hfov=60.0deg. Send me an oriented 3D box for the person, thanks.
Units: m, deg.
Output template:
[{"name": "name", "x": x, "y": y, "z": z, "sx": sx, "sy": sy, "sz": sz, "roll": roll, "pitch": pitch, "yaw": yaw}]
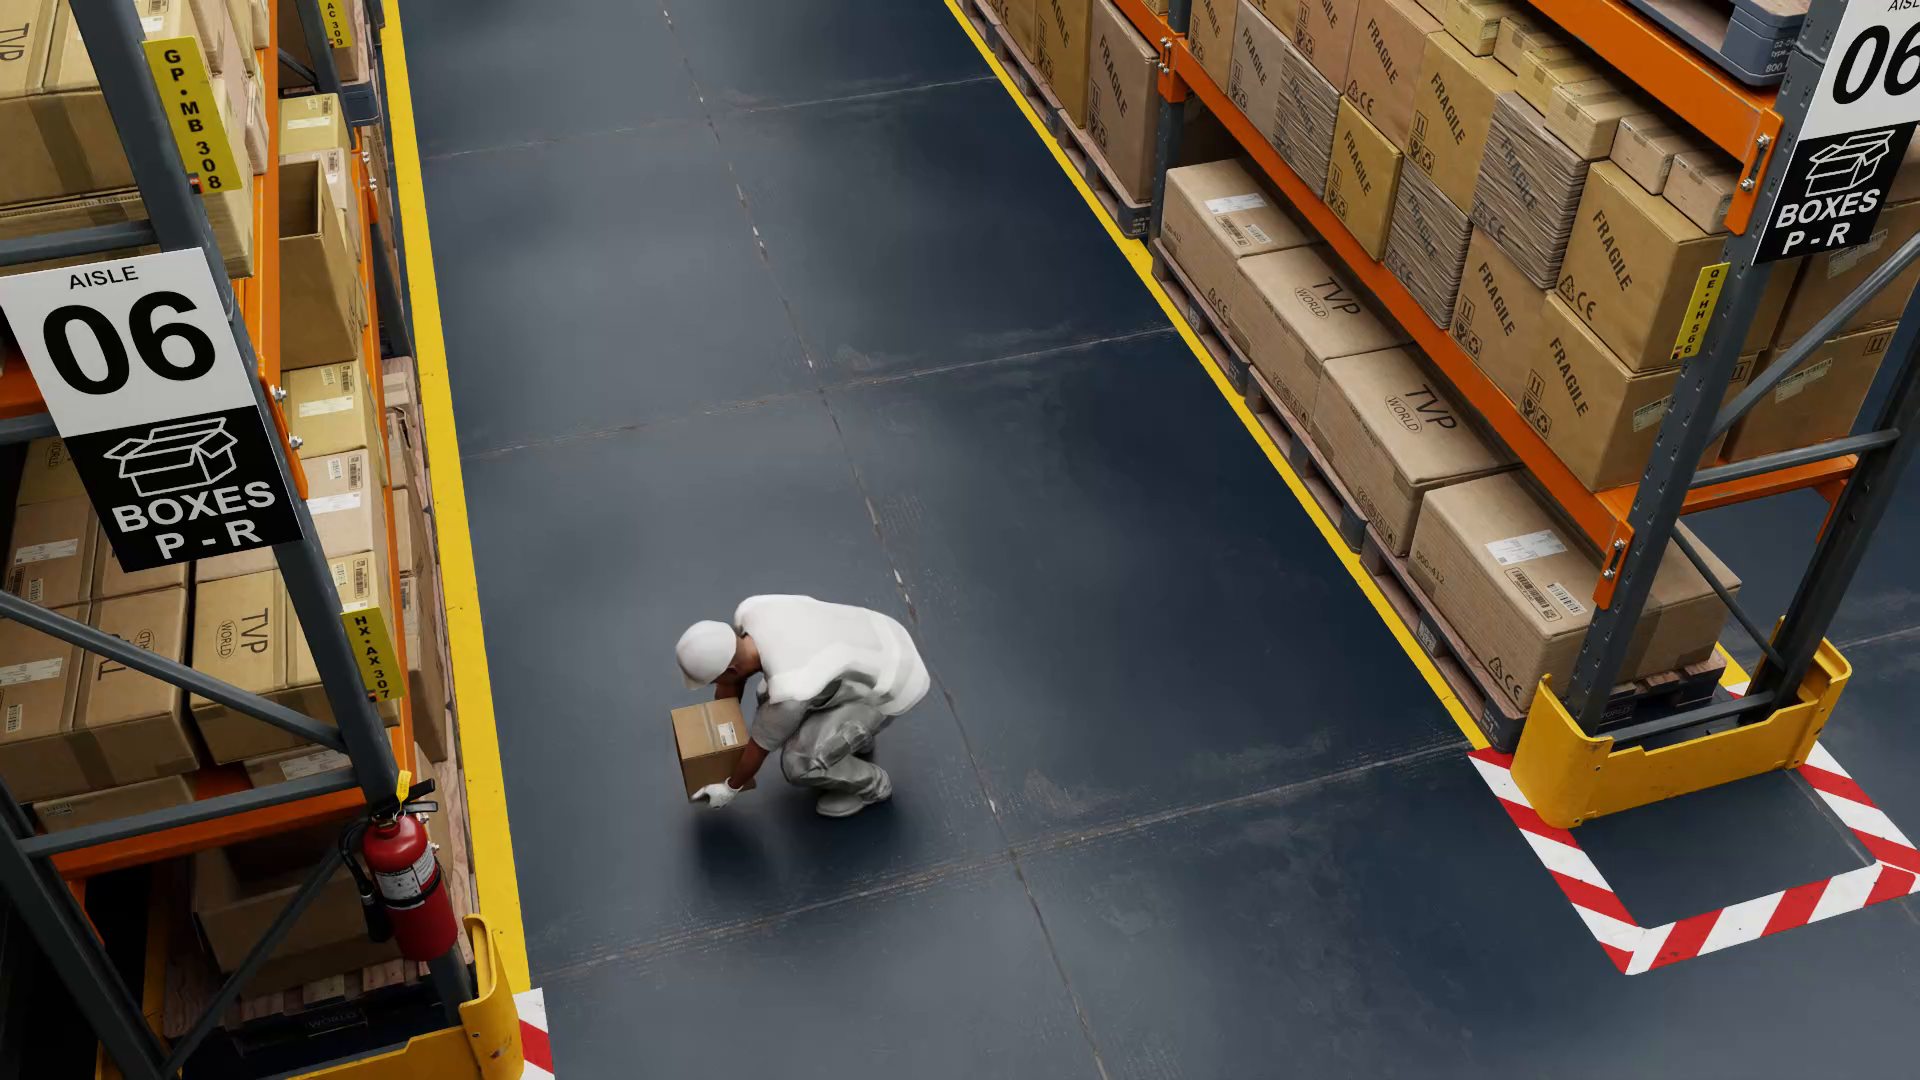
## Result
[{"name": "person", "x": -0.573, "y": 0.588, "z": 6.082, "sx": 0.930, "sy": 1.000, "sz": 0.556, "roll": -13, "pitch": 43, "yaw": -14}]
